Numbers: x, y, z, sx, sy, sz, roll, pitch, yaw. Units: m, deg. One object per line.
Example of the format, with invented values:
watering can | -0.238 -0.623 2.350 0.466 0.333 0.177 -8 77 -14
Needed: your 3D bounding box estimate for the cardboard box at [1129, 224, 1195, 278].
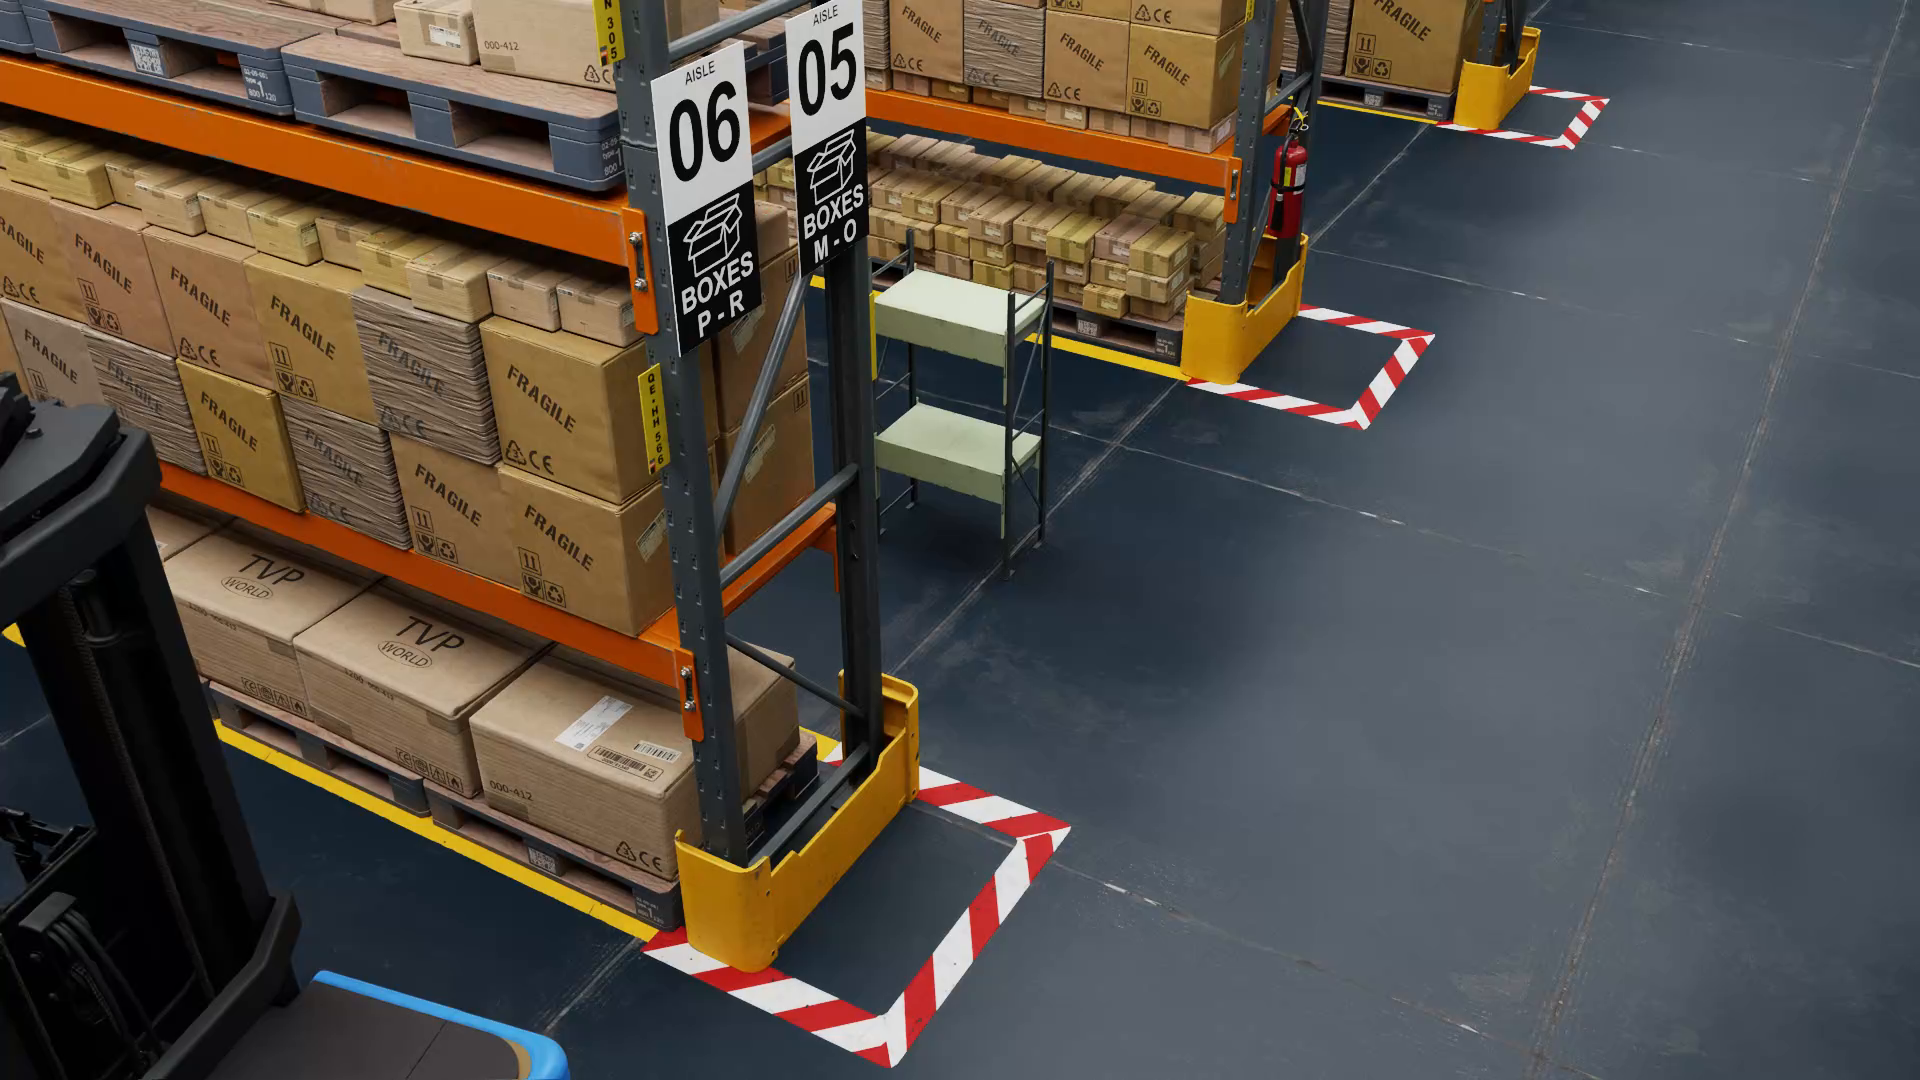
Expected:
cardboard box | 1.184 -1.694 9.744 0.250 0.149 0.380 18 38 25

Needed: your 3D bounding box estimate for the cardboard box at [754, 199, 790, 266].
cardboard box | -0.770 -0.984 5.443 0.250 0.149 0.380 18 38 25

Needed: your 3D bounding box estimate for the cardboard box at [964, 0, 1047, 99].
cardboard box | 0.362 -2.879 9.508 0.500 0.500 0.500 18 38 25

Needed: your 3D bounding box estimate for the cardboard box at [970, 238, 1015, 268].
cardboard box | 0.261 -1.833 10.221 0.250 0.149 0.380 18 38 25

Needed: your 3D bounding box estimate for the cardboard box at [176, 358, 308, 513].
cardboard box | -2.484 -0.490 6.189 0.500 0.500 0.500 19 38 26

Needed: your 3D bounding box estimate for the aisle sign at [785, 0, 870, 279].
aisle sign | -0.393 -1.227 5.040 0.004 0.787 0.394 18 37 24

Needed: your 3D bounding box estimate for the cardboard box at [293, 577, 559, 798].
cardboard box | -2.021 0.486 6.747 0.875 0.438 0.875 19 38 26

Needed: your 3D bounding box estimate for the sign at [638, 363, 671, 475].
sign | -0.881 -0.348 4.808 0.005 0.325 0.100 18 37 24

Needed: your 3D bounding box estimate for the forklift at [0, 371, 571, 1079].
forklift | -2.584 0.973 4.145 3.031 2.935 1.130 11 35 16

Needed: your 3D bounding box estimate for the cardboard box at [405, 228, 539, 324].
cardboard box | -1.508 -0.844 5.233 0.250 0.149 0.380 17 37 24

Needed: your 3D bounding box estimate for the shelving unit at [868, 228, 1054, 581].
shelving unit | -0.006 -0.626 7.837 0.755 1.500 0.431 18 37 24

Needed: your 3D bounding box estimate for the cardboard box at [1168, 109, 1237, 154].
cardboard box | 1.346 -2.284 9.200 0.250 0.149 0.380 18 38 24

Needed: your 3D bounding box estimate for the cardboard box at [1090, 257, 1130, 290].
cardboard box | 0.969 -1.652 9.950 0.250 0.149 0.380 17 37 23

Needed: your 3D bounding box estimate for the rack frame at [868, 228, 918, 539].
rack frame | -0.324 -0.727 7.988 0.023 1.500 0.400 18 37 24

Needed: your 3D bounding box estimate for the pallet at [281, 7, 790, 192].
pallet | -1.249 -1.436 5.073 1.213 0.211 1.003 18 37 24

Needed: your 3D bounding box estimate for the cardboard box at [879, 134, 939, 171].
cardboard box | -0.337 -2.543 11.019 0.250 0.149 0.380 16 37 22

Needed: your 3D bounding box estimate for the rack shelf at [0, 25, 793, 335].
rack shelf | -2.336 -1.524 5.775 4.000 0.370 1.077 18 37 24

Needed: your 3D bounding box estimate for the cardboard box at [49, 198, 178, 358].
cardboard box | -2.904 -1.047 6.124 0.500 0.500 0.500 18 38 25

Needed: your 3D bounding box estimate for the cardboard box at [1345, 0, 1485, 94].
cardboard box | 3.723 -4.222 13.422 0.875 0.875 0.875 18 37 24

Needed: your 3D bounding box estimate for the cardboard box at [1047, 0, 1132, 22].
cardboard box | 0.808 -3.162 9.031 0.500 0.500 0.500 16 37 23

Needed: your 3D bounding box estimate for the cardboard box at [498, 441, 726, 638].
cardboard box | -1.149 -0.072 5.561 0.500 0.500 0.500 18 38 25

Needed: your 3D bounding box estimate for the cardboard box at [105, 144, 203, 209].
cardboard box | -2.793 -1.314 5.939 0.250 0.149 0.380 17 37 24

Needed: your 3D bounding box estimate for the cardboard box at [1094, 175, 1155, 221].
cardboard box | 1.029 -2.127 10.394 0.250 0.149 0.380 17 37 24

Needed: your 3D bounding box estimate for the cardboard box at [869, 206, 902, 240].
cardboard box | -0.406 -2.055 10.554 0.250 0.149 0.380 17 37 24

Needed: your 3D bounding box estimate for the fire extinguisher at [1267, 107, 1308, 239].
fire extinguisher | 1.759 -1.956 8.887 0.183 0.674 0.296 18 37 24

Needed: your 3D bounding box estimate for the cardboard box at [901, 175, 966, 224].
cardboard box | -0.163 -2.134 10.405 0.250 0.149 0.380 18 38 25

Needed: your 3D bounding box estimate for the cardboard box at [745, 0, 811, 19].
cardboard box | -0.966 -3.310 10.156 0.500 0.500 0.500 18 37 24

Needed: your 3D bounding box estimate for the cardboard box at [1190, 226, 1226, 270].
cardboard box | 1.442 -1.814 10.193 0.250 0.149 0.380 19 38 26

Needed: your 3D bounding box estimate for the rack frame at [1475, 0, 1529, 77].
rack frame | 4.318 -4.794 12.743 0.127 3.000 1.000 18 37 24

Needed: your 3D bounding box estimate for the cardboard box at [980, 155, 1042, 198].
cardboard box | 0.330 -2.331 10.700 0.250 0.149 0.380 18 38 25

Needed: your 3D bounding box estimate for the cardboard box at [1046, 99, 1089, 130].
cardboard box | 0.690 -2.491 9.511 0.250 0.149 0.380 19 38 26

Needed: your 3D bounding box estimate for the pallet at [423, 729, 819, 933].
pallet | -1.332 0.954 6.628 1.213 0.211 1.003 18 37 24

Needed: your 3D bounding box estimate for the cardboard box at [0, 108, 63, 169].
cardboard box | -3.453 -1.528 6.261 0.250 0.149 0.380 17 37 24

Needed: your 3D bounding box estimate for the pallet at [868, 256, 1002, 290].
pallet | -0.040 -1.872 10.870 1.213 0.211 1.003 18 37 24

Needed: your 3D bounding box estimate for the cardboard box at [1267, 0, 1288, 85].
cardboard box | 1.516 -2.857 9.475 0.500 0.500 0.500 19 38 27

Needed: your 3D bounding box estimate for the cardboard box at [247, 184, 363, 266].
cardboard box | -2.145 -1.080 5.587 0.250 0.149 0.380 19 38 26

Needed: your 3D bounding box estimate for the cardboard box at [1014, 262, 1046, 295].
cardboard box | 0.528 -1.665 10.237 0.250 0.149 0.380 18 38 25

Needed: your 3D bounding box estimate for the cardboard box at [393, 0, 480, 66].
cardboard box | -1.438 -1.543 4.911 0.250 0.149 0.380 15 36 21

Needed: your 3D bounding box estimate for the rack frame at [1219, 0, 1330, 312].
rack frame | 1.769 -2.435 9.200 0.127 3.000 1.000 18 37 24

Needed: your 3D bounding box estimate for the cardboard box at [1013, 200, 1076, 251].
cardboard box | 0.513 -1.903 10.058 0.250 0.149 0.380 16 37 23

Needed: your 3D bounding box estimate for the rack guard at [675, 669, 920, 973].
rack guard | -0.578 1.022 6.264 0.348 0.500 1.175 18 37 24

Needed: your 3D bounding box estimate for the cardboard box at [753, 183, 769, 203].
cardboard box | -1.284 -2.367 11.023 0.250 0.149 0.380 18 38 25

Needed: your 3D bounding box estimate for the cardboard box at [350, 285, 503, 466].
cardboard box | -1.604 -0.630 5.498 0.500 0.500 0.500 18 38 25

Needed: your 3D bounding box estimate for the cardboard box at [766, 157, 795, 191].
cardboard box | -1.054 -2.426 10.843 0.250 0.149 0.380 17 37 24

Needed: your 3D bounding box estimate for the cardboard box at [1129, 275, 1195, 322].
cardboard box | 1.209 -1.467 9.941 0.250 0.149 0.380 18 38 25

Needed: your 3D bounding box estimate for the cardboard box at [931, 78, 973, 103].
cardboard box | 0.033 -2.746 9.893 0.250 0.149 0.380 18 38 25

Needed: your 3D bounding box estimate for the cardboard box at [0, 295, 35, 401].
cardboard box | -3.795 -0.912 6.822 0.500 0.500 0.500 19 38 26

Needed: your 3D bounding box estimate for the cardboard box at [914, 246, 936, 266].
cardboard box | -0.134 -1.896 10.584 0.250 0.149 0.380 19 38 26
